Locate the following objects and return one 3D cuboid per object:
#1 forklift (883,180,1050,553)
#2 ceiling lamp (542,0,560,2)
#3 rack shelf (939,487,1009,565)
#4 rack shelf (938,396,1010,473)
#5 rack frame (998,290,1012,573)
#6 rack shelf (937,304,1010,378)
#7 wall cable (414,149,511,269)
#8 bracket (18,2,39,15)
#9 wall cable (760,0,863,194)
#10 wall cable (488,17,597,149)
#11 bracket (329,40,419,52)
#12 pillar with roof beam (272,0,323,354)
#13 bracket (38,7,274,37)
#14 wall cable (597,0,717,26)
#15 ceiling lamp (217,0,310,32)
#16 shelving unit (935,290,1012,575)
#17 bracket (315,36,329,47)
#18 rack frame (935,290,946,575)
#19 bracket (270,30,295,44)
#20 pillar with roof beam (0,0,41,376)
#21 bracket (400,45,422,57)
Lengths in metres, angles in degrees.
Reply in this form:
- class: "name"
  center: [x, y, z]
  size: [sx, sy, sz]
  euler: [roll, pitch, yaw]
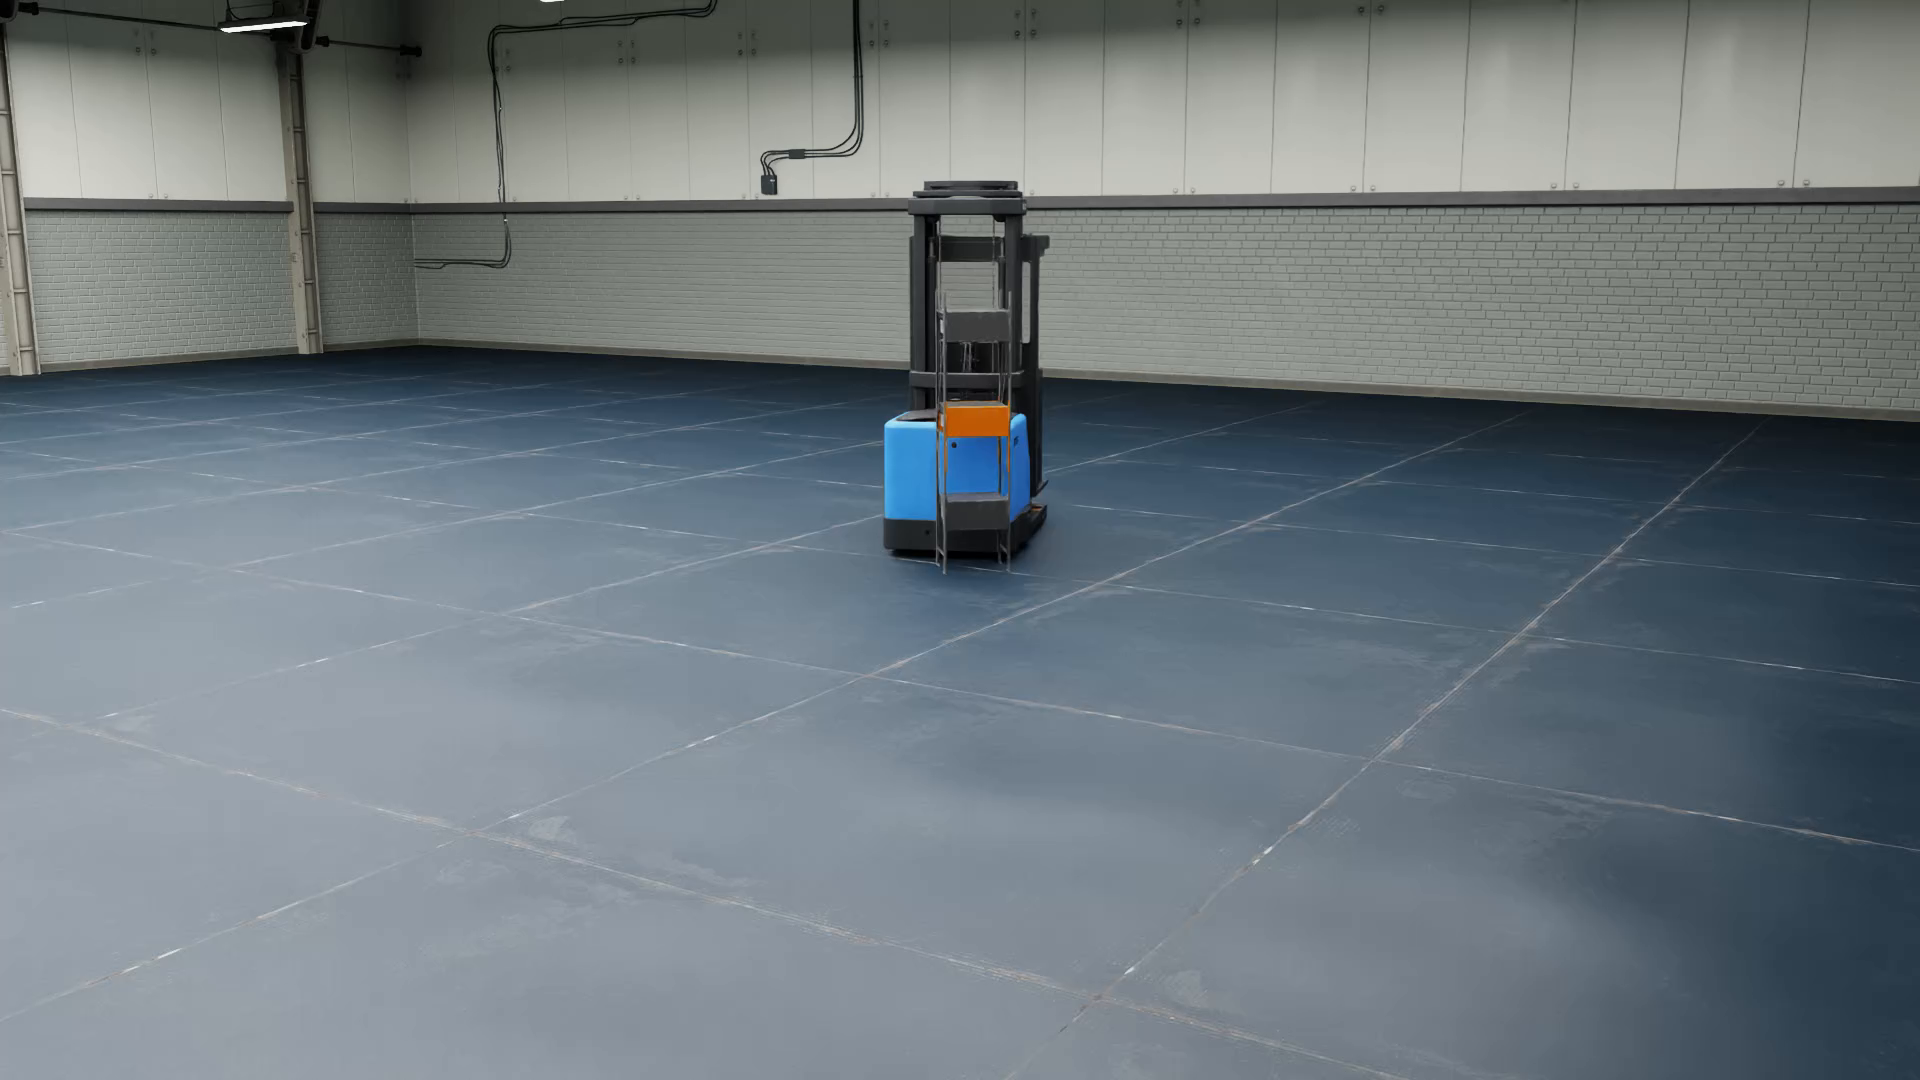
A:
- class: "forklift"
  center: [0.165, -1.560, 14.236]
  size: [1.130, 2.935, 3.031]
  euler: [2, 11, 10]
- class: "ceiling lamp"
  center: [-5.167, -9.419, 23.863]
  size: [2.000, 3.185, 0.800]
  euler: [6, 12, 31]
- class: "rack shelf"
  center: [0.097, -0.110, 12.628]
  size: [0.480, 0.518, 0.431]
  euler: [-2, 11, -9]
- class: "rack shelf"
  center: [0.097, -0.798, 12.499]
  size: [0.480, 0.518, 0.431]
  euler: [-2, 11, -9]
- class: "rack frame"
  center: [0.337, -0.819, 12.536]
  size: [0.015, 2.100, 0.400]
  euler: [-2, 11, -9]
- class: "rack shelf"
  center: [0.097, -1.486, 12.370]
  size: [0.480, 0.518, 0.431]
  euler: [-2, 11, -9]
- class: "wall cable"
  center: [-10.876, -7.128, 35.927]
  size: [3.097, 2.526, 0.112]
  euler: [6, 12, 31]
- class: "bracket"
  center: [-16.132, -9.174, 28.637]
  size: [0.235, 0.232, 0.430]
  euler: [6, 12, 31]
- class: "wall cable"
  center: [-2.771, -9.416, 30.470]
  size: [2.305, 6.003, 0.169]
  euler: [6, 12, 31]
- class: "wall cable"
  center: [-8.564, -9.352, 34.082]
  size: [3.097, 2.526, 0.112]
  euler: [6, 12, 31]
- class: "bracket"
  center: [-12.093, -10.398, 35.172]
  size: [0.076, 0.066, 3.189]
  euler: [6, 12, 31]
- class: "pillar with roof beam"
  center: [-9.857, -7.906, 31.644]
  size: [9.100, 9.000, 0.548]
  euler: [6, 12, 31]
- class: "bracket"
  center: [-14.786, -9.582, 30.816]
  size: [0.076, 0.066, 4.783]
  euler: [6, 12, 31]
- class: "wall cable"
  center: [-5.919, -11.292, 32.084]
  size: [3.097, 2.526, 0.112]
  euler: [6, 12, 31]
- class: "ceiling lamp"
  center: [-11.483, -10.125, 27.634]
  size: [2.000, 3.185, 0.800]
  euler: [6, 12, 31]
- class: "shelving unit"
  center: [0.097, -0.811, 12.497]
  size: [0.503, 2.100, 0.431]
  euler: [-2, 11, -9]
- class: "bracket"
  center: [-13.017, -10.118, 33.677]
  size: [0.235, 0.232, 0.430]
  euler: [6, 12, 31]
- class: "rack frame"
  center: [-0.144, -0.804, 12.457]
  size: [0.015, 2.100, 0.400]
  euler: [-2, 11, -9]
- class: "bracket"
  center: [-13.448, -9.987, 32.980]
  size: [0.235, 0.232, 0.430]
  euler: [6, 12, 31]
- class: "pillar with roof beam"
  center: [-12.972, -6.962, 26.604]
  size: [9.100, 9.000, 0.548]
  euler: [6, 12, 31]
- class: "bracket"
  center: [-11.787, -10.491, 35.668]
  size: [0.235, 0.232, 0.430]
  euler: [6, 12, 31]
